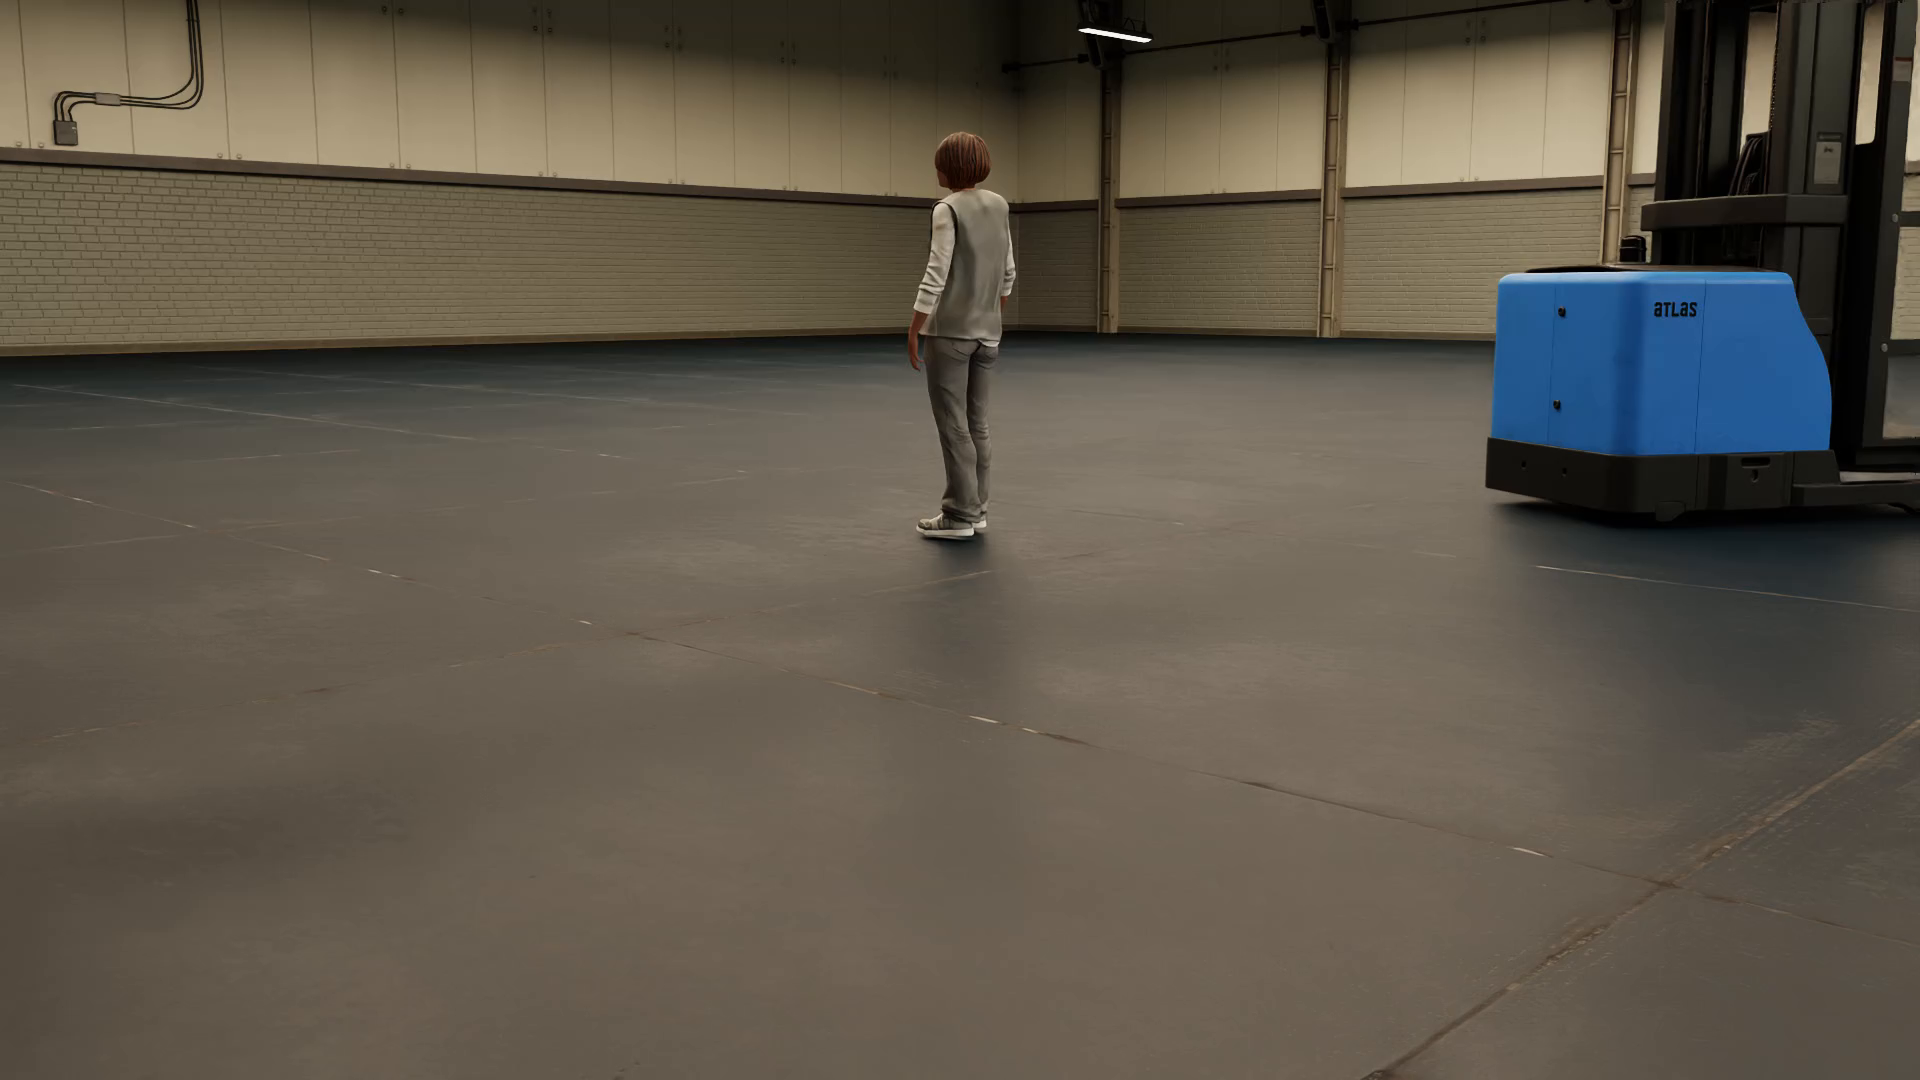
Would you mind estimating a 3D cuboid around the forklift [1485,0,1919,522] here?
[{"bbox_3d":[4.069,-1.623,7.653,3.031,2.935,1.130,-2,9,-16],"label":"forklift"}]

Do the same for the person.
[{"bbox_3d":[-0.043,-0.806,6.658,0.475,1.597,0.520,8,12,43],"label":"person"}]
